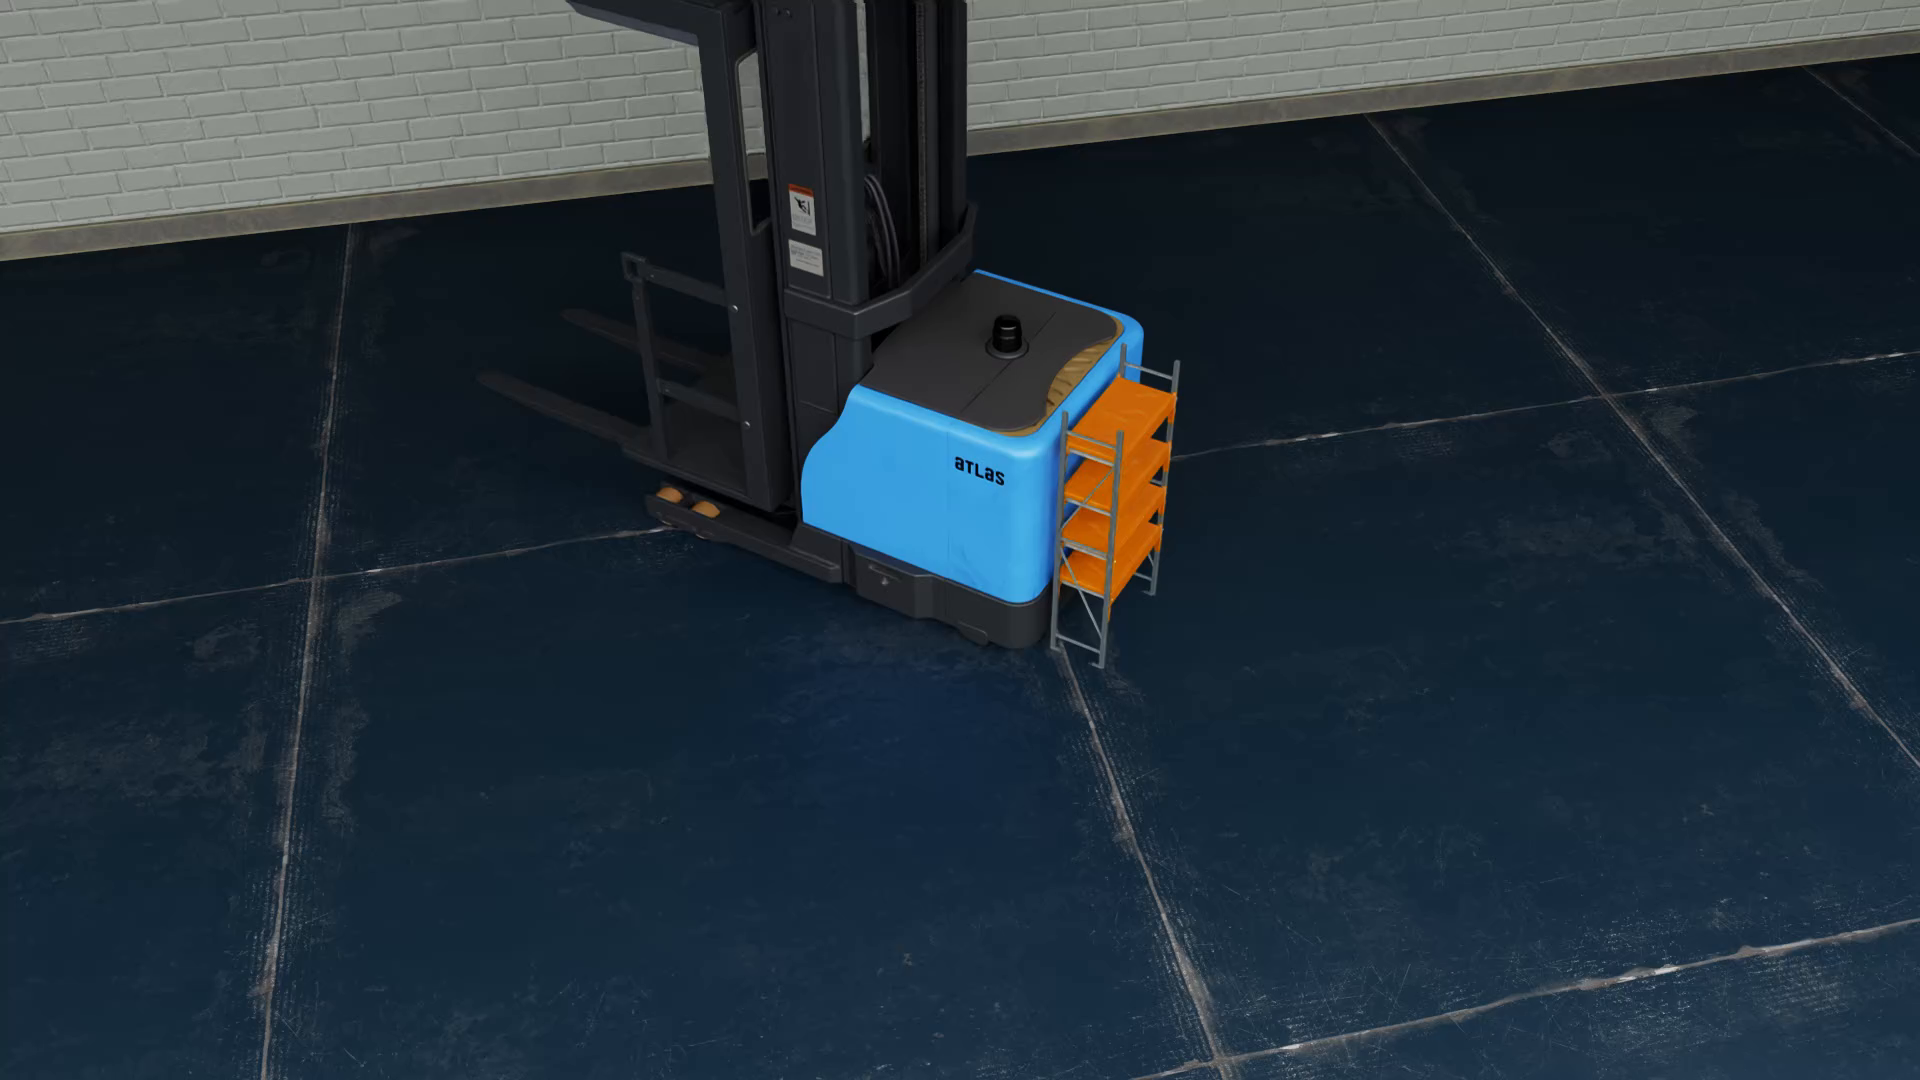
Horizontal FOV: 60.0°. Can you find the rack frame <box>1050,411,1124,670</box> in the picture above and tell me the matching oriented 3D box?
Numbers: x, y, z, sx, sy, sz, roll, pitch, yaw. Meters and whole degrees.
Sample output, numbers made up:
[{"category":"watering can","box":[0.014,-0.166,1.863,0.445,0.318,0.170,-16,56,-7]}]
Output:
[{"category":"rack frame","box":[0.472,0.027,6.316,0.240,1.200,0.015,21,46,22]}]

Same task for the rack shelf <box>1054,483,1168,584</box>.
[{"category":"rack shelf","box":[0.593,-0.063,6.519,0.258,0.148,0.480,21,46,22]}]

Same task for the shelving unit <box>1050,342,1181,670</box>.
[{"category":"shelving unit","box":[0.593,-0.114,6.474,0.258,1.200,0.503,21,46,22]}]

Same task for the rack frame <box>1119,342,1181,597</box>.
[{"category":"rack frame","box":[0.714,-0.254,6.632,0.240,1.200,0.015,21,46,22]}]

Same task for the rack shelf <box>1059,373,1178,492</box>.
[{"category":"rack shelf","box":[0.594,-0.407,6.213,0.258,0.148,0.480,21,46,22]}]

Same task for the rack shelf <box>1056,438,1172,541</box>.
[{"category":"rack shelf","box":[0.594,-0.230,6.370,0.258,0.148,0.480,21,46,22]}]

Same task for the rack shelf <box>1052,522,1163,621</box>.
[{"category":"rack shelf","box":[0.593,0.085,6.651,0.258,0.148,0.480,21,46,22]}]

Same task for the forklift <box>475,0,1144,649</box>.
[{"category":"forklift","box":[-0.787,-1.382,6.599,3.031,2.935,1.130,21,46,22]}]
